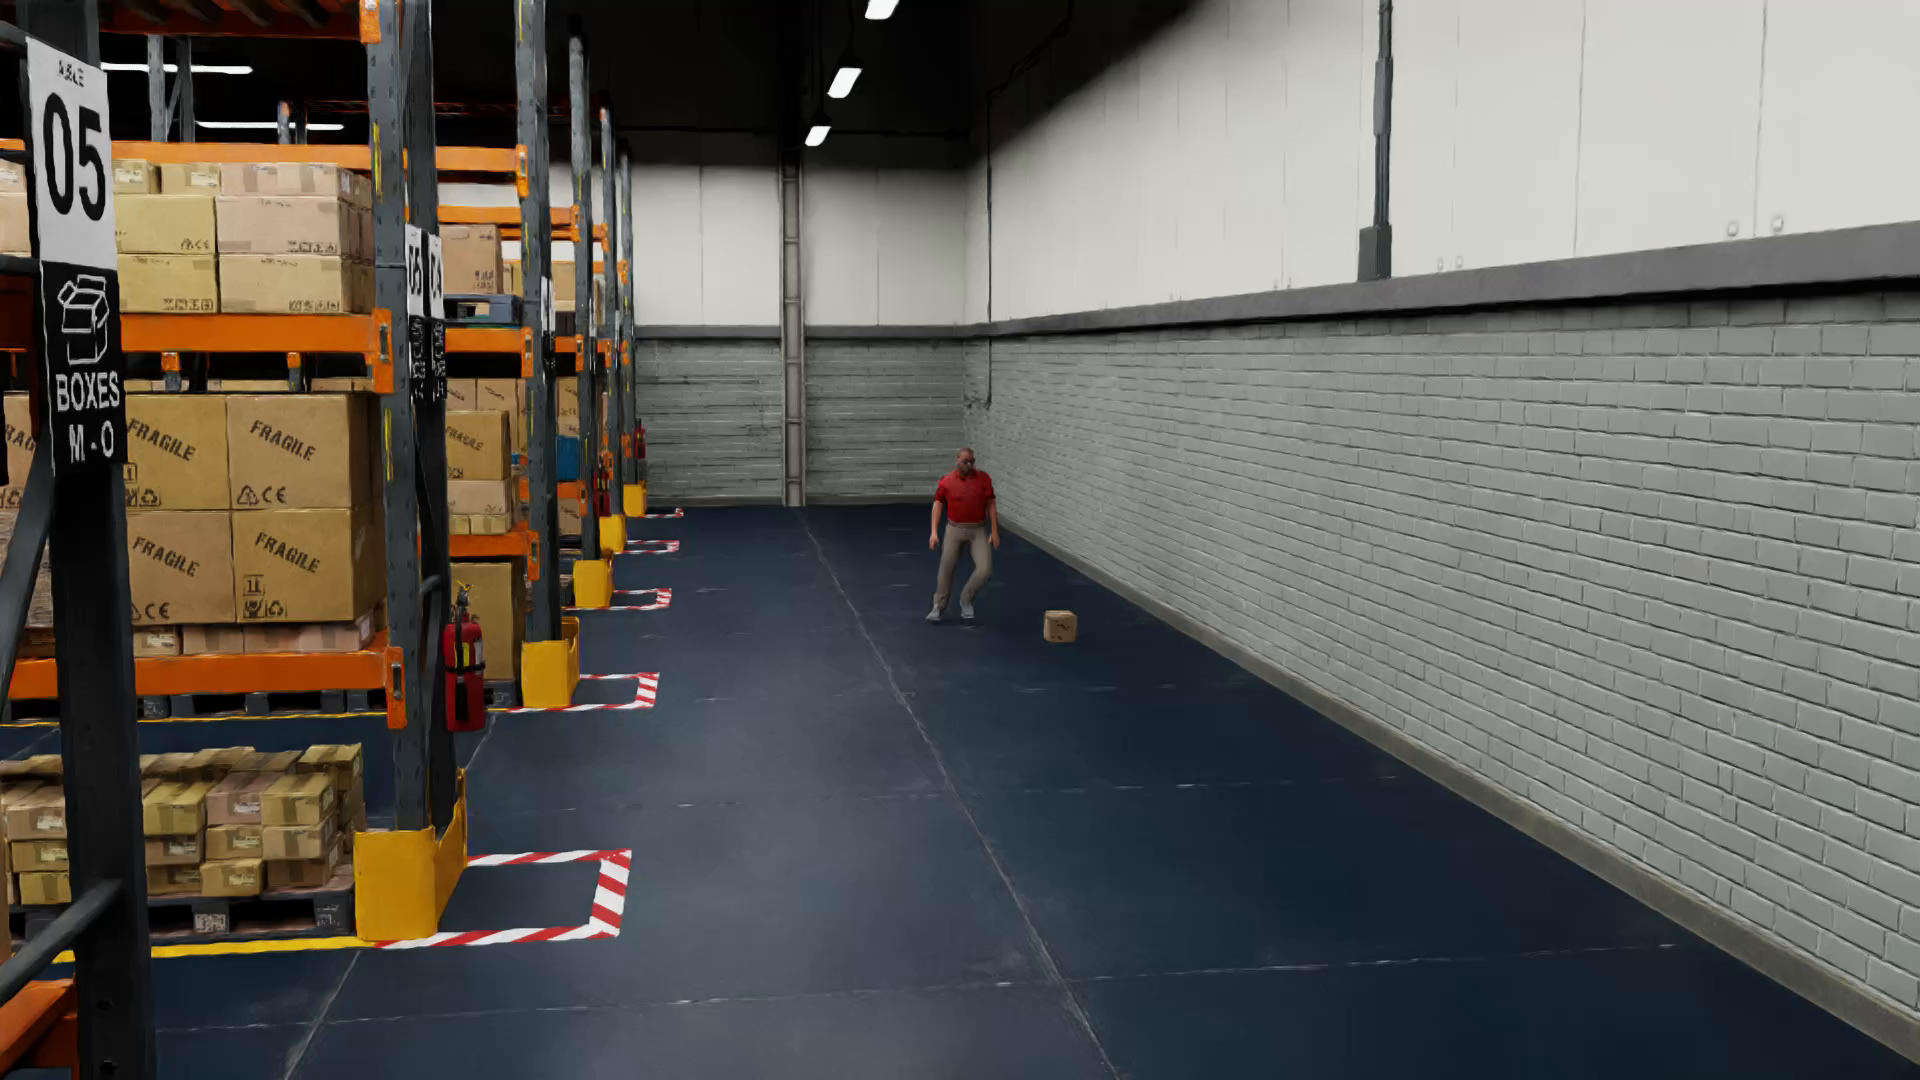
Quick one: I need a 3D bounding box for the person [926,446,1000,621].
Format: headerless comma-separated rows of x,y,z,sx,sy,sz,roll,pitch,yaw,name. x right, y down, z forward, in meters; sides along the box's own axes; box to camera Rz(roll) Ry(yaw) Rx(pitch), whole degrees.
0.025,-0.060,16.164,0.726,1.711,0.412,0,6,-3,person
